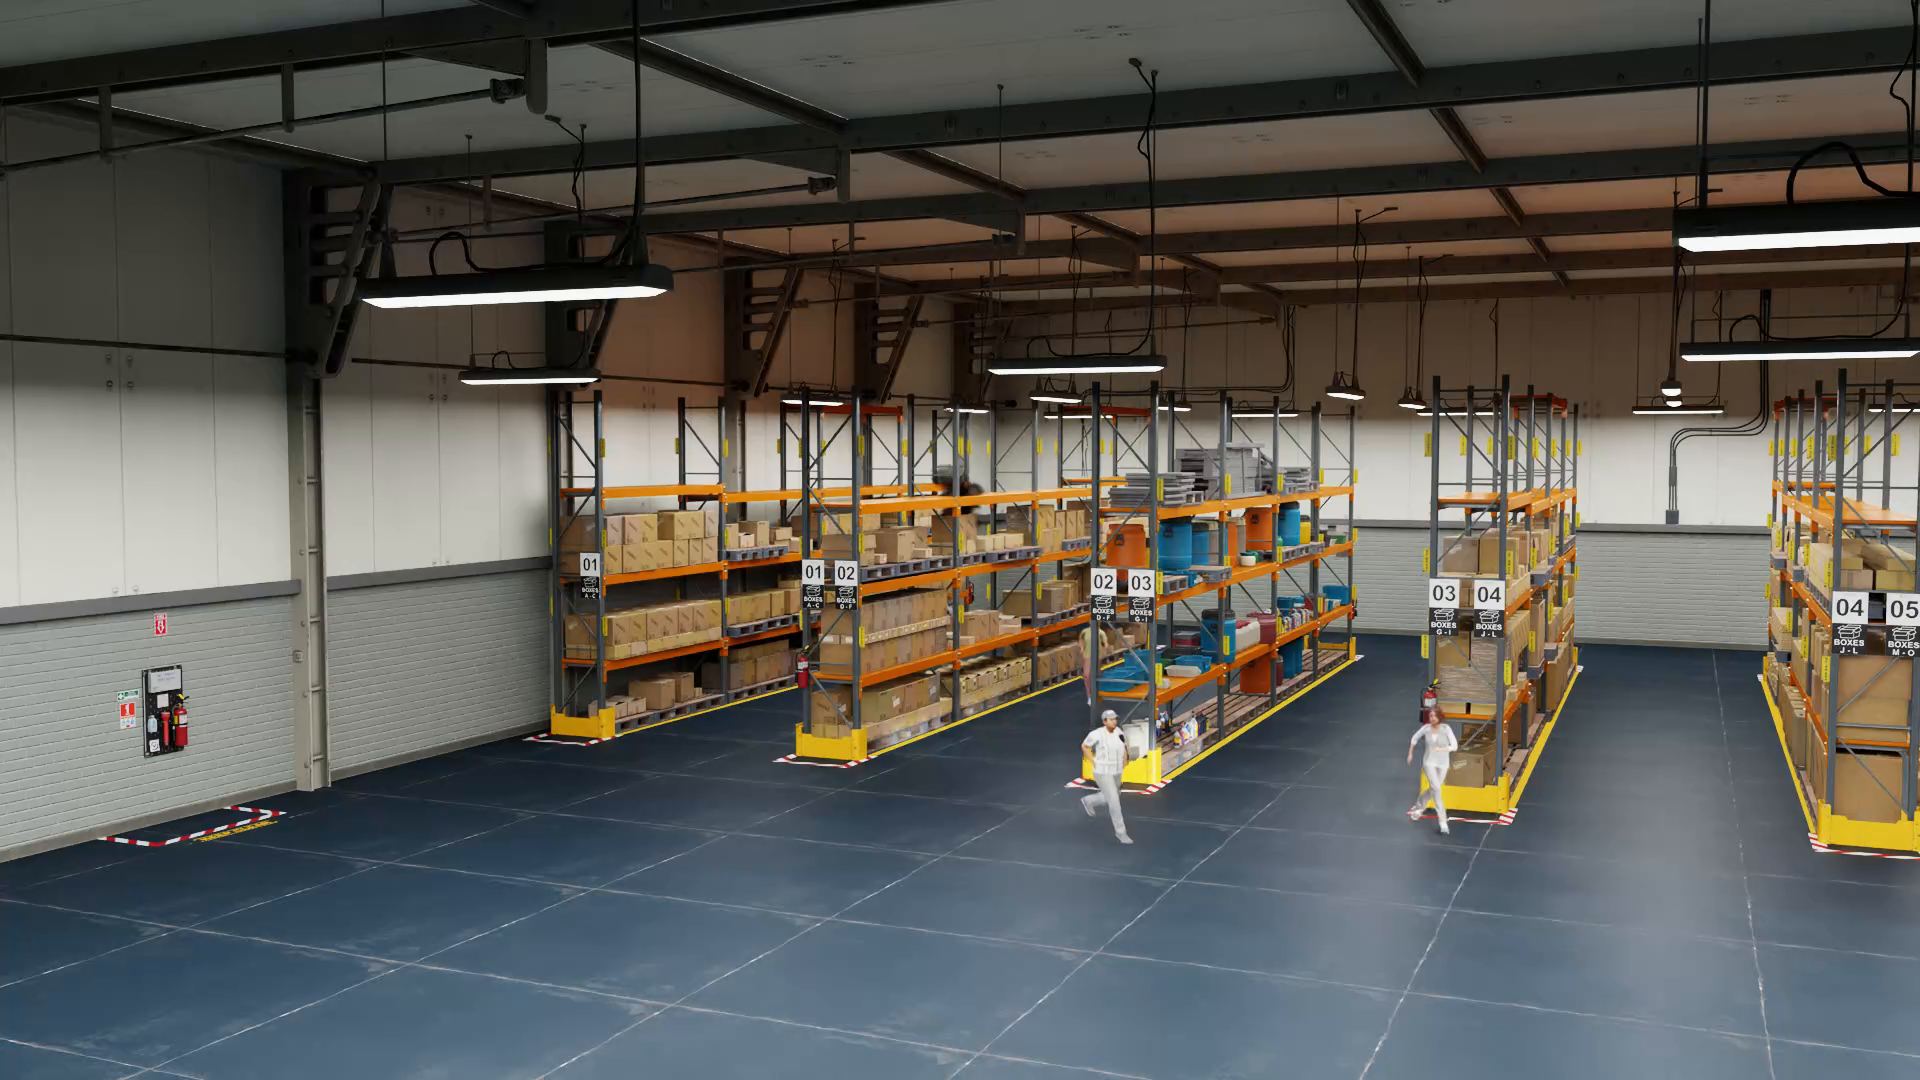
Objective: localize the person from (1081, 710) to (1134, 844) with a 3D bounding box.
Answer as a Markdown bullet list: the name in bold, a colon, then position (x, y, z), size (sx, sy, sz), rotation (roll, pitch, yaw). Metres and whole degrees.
- **person**: position (1.901, 3.016, 21.449), size (0.577, 1.680, 1.075), rotation (-3, 4, -39)

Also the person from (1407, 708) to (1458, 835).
- **person**: position (6.223, 3.001, 21.896), size (0.592, 1.606, 0.757), rotation (0, 3, 2)

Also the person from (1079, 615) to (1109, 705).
- **person**: position (2.472, 2.208, 30.993), size (0.579, 1.632, 0.805), rotation (1, 3, 13)

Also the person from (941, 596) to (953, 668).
- **person**: position (-0.334, 1.989, 34.826), size (0.562, 1.732, 0.830), rotation (1, 3, 25)
